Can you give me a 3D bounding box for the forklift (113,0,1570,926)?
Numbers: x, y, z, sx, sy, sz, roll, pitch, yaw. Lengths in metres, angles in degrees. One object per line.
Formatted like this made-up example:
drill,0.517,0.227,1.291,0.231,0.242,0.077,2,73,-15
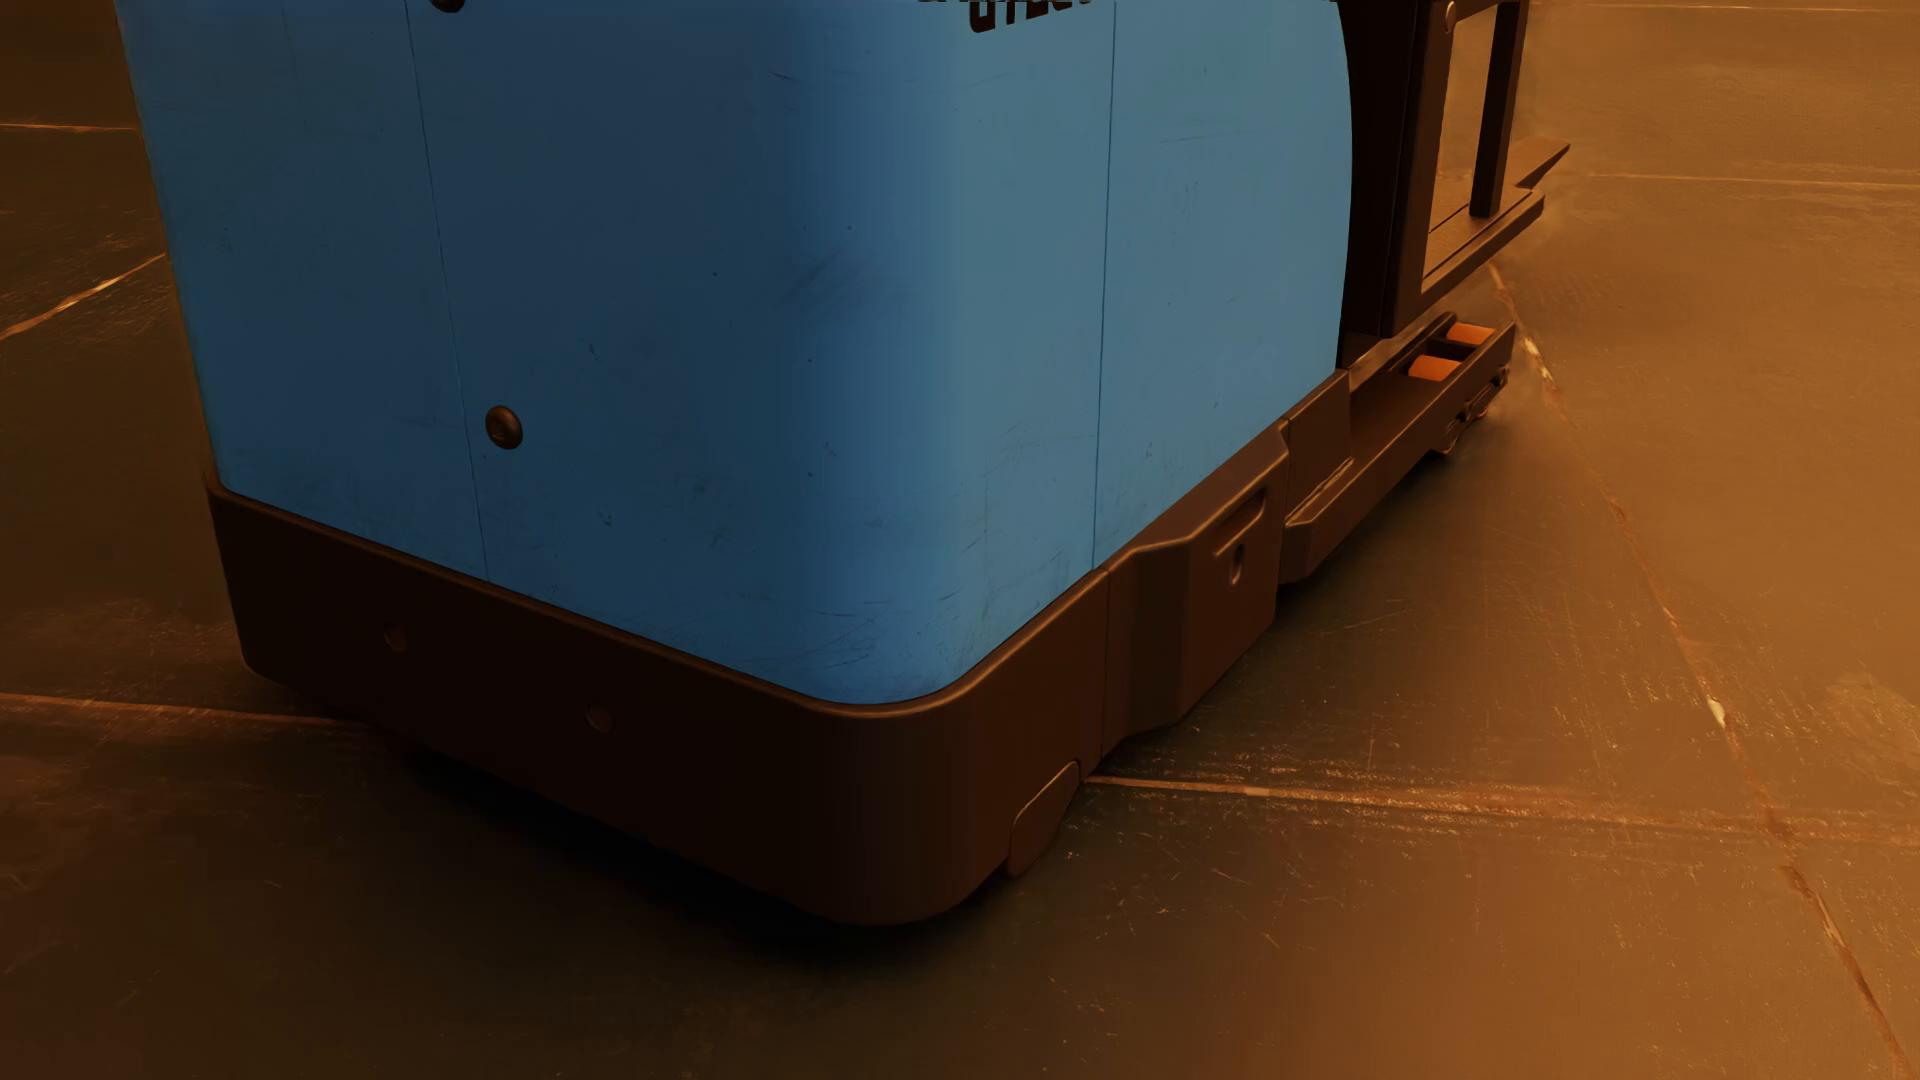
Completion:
forklift,0.320,-1.554,2.331,1.130,2.935,3.031,16,31,29
